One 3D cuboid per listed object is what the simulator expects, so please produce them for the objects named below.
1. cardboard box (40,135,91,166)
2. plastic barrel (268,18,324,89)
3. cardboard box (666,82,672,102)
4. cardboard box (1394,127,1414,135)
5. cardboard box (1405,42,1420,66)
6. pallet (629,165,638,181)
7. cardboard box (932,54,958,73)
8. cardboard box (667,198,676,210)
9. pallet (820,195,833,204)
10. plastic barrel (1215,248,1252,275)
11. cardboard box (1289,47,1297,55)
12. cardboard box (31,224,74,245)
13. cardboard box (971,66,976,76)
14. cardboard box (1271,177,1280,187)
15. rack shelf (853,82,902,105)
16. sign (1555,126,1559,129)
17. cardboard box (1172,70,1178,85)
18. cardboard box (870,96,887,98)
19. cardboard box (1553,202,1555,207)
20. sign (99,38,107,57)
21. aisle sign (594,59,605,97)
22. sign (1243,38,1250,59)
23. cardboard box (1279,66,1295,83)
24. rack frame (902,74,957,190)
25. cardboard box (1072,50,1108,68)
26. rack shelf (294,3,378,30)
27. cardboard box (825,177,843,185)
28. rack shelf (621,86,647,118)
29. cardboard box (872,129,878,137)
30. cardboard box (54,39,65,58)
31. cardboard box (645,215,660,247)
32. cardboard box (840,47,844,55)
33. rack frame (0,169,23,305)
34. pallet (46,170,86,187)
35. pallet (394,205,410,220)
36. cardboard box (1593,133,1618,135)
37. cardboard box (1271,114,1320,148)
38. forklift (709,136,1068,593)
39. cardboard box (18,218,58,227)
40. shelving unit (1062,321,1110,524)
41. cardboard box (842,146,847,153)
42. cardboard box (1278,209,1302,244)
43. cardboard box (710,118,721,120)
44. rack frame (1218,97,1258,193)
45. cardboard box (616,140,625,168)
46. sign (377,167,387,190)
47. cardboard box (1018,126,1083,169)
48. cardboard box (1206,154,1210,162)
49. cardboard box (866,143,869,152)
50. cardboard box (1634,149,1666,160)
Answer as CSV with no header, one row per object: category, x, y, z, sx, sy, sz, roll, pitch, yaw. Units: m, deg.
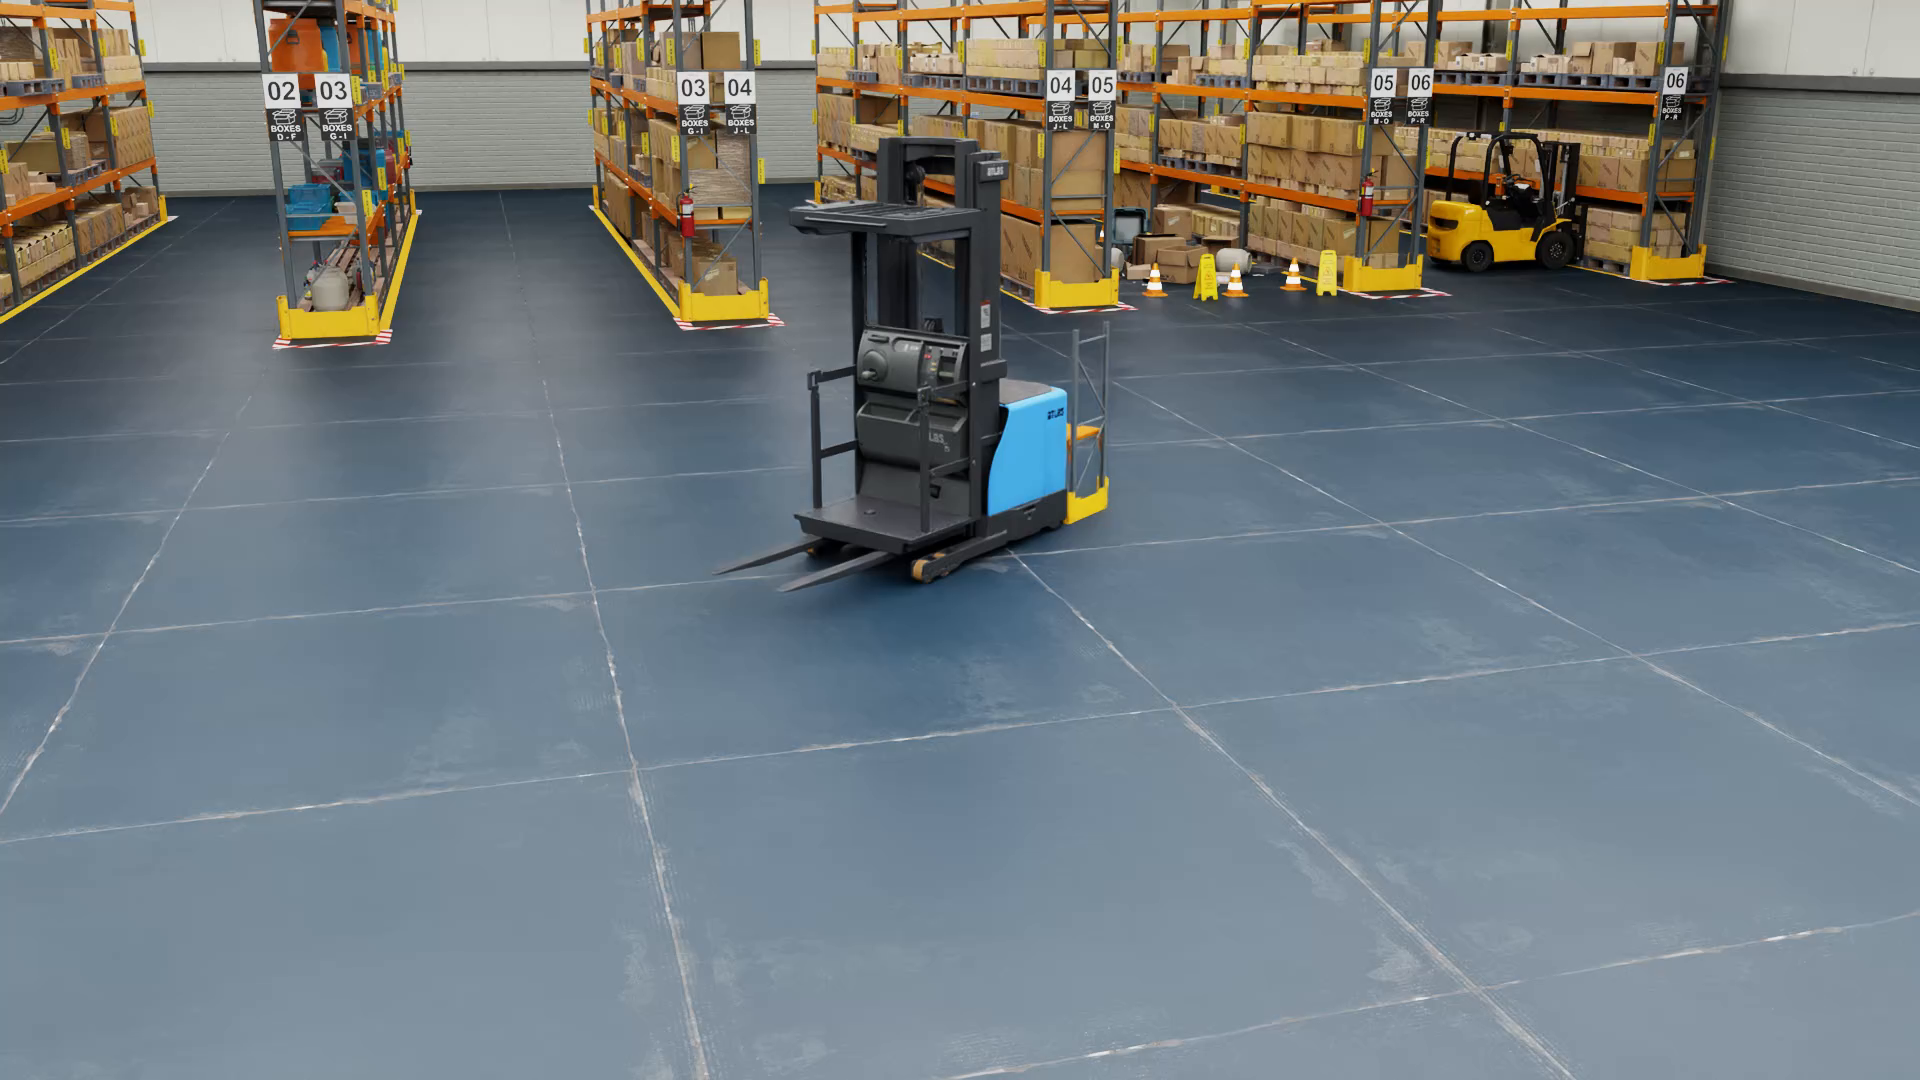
cardboard box,-15.434,-6.717,28.697,0.700,0.500,0.500,-10,19,-29
plastic barrel,-8.173,-5.991,20.492,0.600,0.830,0.708,-5,17,-15
cardboard box,-3.672,-6.031,22.362,0.500,0.250,0.500,-5,17,-15
cardboard box,8.751,-8.052,32.742,0.380,0.149,0.250,-4,17,-14
cardboard box,8.911,-9.319,31.969,0.500,0.500,0.500,-5,17,-15
pallet,-5.055,-6.347,28.702,1.213,0.211,1.003,-5,17,-15
cardboard box,-0.151,-7.996,27.894,0.500,0.311,0.500,-5,18,-17
cardboard box,-3.945,-4.764,23.534,0.380,0.149,0.250,-5,17,-15
pallet,-2.545,-7.621,37.456,1.003,0.211,1.213,-5,17,-15
plastic barrel,4.350,-4.416,26.418,0.512,0.421,0.421,7,18,23
cardboard box,7.477,-10.778,36.781,0.500,0.250,0.500,-5,17,-15
cardboard box,-14.499,-4.873,26.536,0.500,0.311,0.500,-4,17,-14
cardboard box,0.389,-7.252,25.699,0.380,0.149,0.250,-5,17,-15
cardboard box,5.308,-5.864,27.197,0.380,0.149,0.250,-4,17,-14
rack shelf,-1.107,-8.637,32.029,1.077,0.370,4.000,-5,17,-15
sign,10.579,-7.195,29.549,0.100,0.325,0.005,-5,17,-15
cardboard box,4.168,-8.612,30.929,0.396,0.266,0.258,-5,17,-15
cardboard box,-1.703,-9.054,34.950,0.500,0.500,0.500,-5,18,-17
cardboard box,10.155,-5.624,28.272,0.500,0.250,0.500,-4,17,-13
sign,-15.446,-8.870,29.969,0.100,0.325,0.005,-5,17,-15
aisle sign,-7.860,-10.082,36.283,0.394,0.787,0.004,-5,17,-15
sign,4.741,-8.133,27.516,0.100,0.325,0.005,-5,17,-15
cardboard box,5.408,-7.387,26.360,0.500,0.250,0.500,-5,17,-15
rack frame,-0.557,-6.992,30.515,1.000,3.000,0.127,-5,17,-15
cardboard box,1.756,-6.689,23.133,0.500,0.250,0.500,-5,17,-15
rack shelf,-9.566,-8.020,25.455,1.077,0.370,4.000,-5,17,-15
cardboard box,-2.801,-8.007,37.086,0.380,0.149,0.250,-5,17,-15
rack shelf,-4.804,-7.167,27.133,1.077,0.370,4.000,-5,17,-15
cardboard box,-1.486,-7.815,31.927,0.380,0.149,0.250,-4,17,-13
cardboard box,-15.542,-8.172,28.151,0.600,0.600,0.600,-5,18,-17
cardboard box,-4.986,-5.305,28.480,0.700,0.500,0.500,-6,18,-20
cardboard box,-2.299,-10.246,34.833,0.380,0.149,0.250,-5,18,-17
rack frame,-13.780,-4.739,23.015,1.000,3.000,0.127,-5,17,-15
pallet,-15.133,-5.936,27.332,1.213,0.211,1.003,-5,17,-15
pallet,-12.125,-6.882,34.997,1.003,0.211,1.213,-5,17,-15
cardboard box,10.784,-6.706,27.743,0.380,0.149,0.250,-4,17,-14
cardboard box,5.418,-6.551,26.619,0.700,0.500,0.500,-5,17,-16
forklift,-0.472,-1.265,11.567,1.130,2.935,3.031,12,21,36
cardboard box,-15.362,-5.099,27.794,0.500,0.500,0.500,-4,17,-13
shelving unit,0.579,-1.000,13.173,1.083,1.500,0.587,11,20,33
cardboard box,-2.302,-8.326,35.392,0.380,0.149,0.250,-5,18,-18
cardboard box,5.476,-5.073,26.873,0.500,0.500,0.500,-4,17,-12
cardboard box,-3.866,-6.088,25.076,0.500,0.500,0.500,-5,17,-15
rack frame,6.748,-10.018,40.588,1.000,3.000,0.127,-5,17,-15
cardboard box,-6.144,-7.215,31.084,0.500,0.500,0.500,-4,17,-14
sign,-8.485,-5.303,24.410,0.100,0.325,0.005,-5,17,-15
cardboard box,1.337,-5.619,23.805,0.875,0.550,0.550,-5,17,-15
cardboard box,4.601,-6.790,29.548,0.380,0.149,0.250,-5,17,-15
cardboard box,-1.626,-7.673,32.489,0.380,0.149,0.250,-5,17,-16
cardboard box,10.780,-6.024,25.992,0.380,0.149,0.250,-4,17,-14
